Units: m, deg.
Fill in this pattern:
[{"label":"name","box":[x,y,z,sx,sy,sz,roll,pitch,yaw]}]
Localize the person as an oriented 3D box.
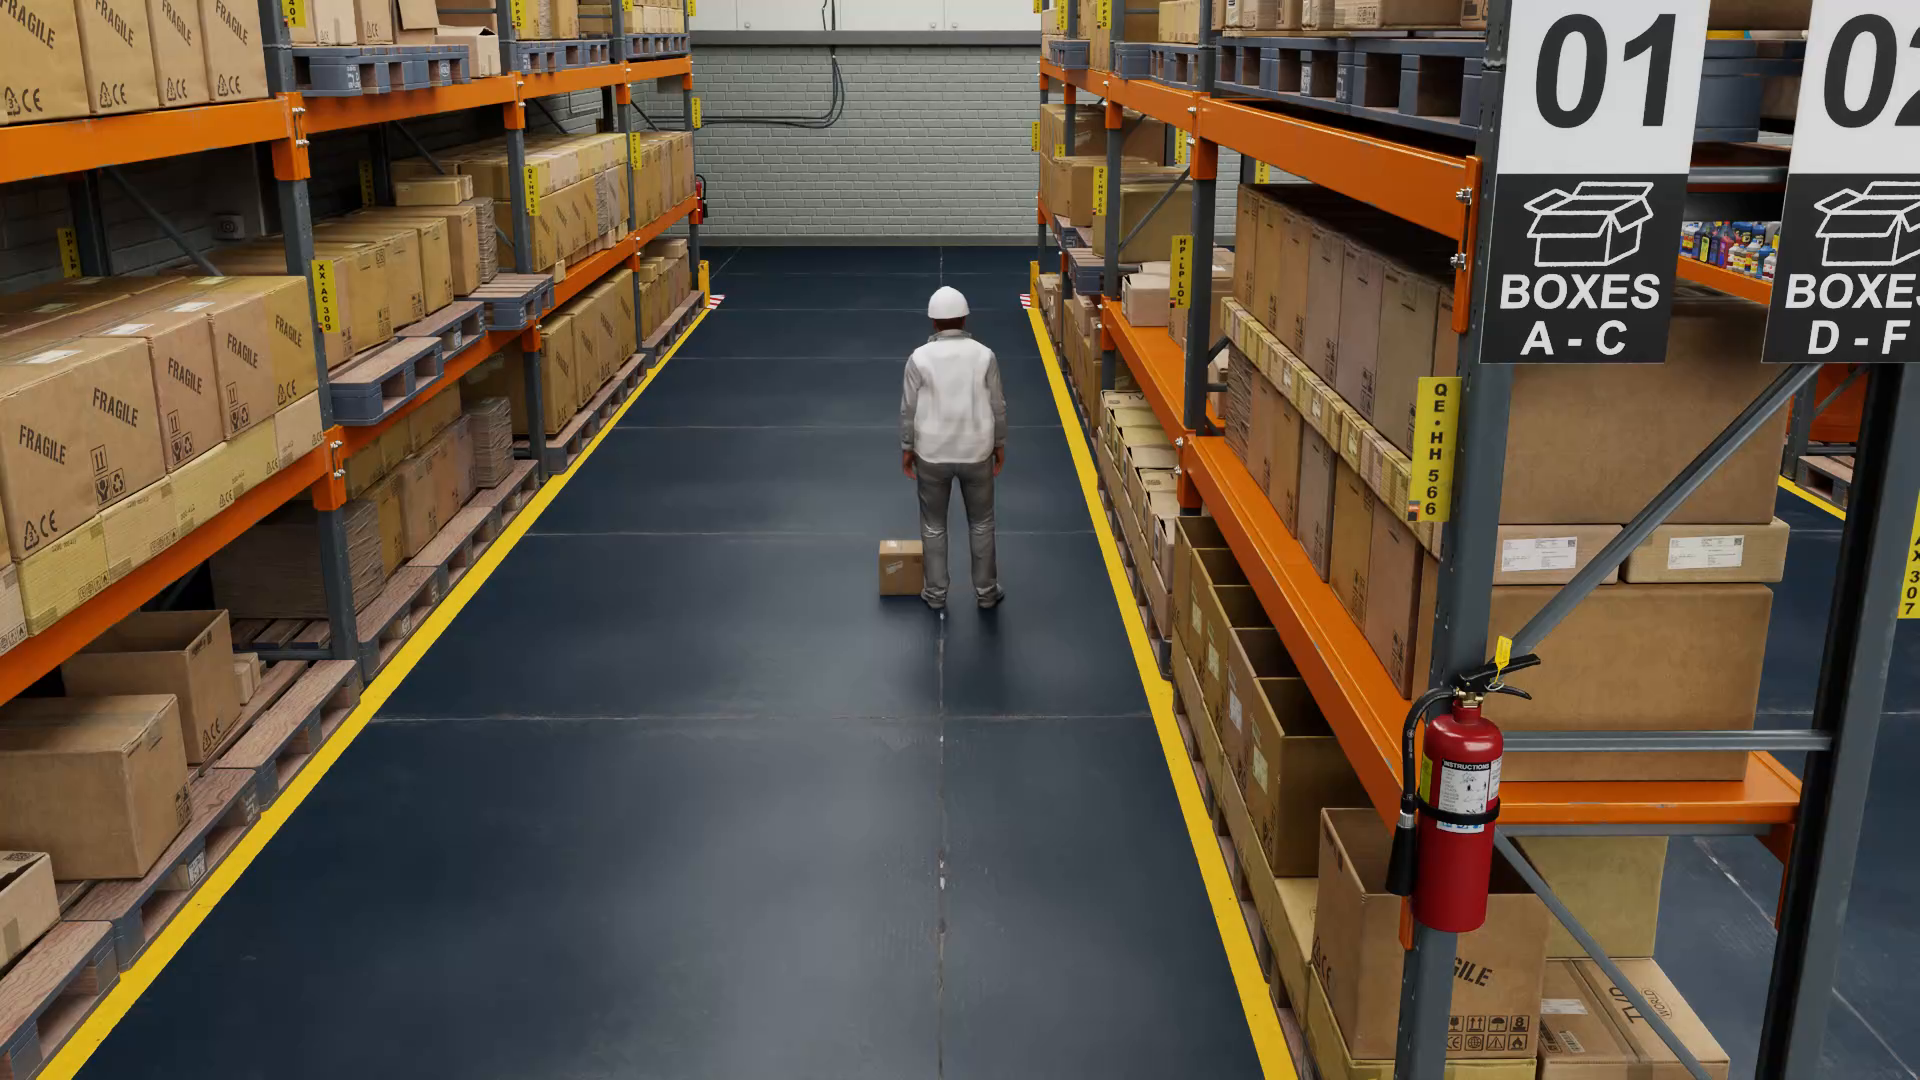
[{"label":"person","box":[-0.034,-0.491,9.112,0.589,1.767,0.464,-1,17,-4]}]
